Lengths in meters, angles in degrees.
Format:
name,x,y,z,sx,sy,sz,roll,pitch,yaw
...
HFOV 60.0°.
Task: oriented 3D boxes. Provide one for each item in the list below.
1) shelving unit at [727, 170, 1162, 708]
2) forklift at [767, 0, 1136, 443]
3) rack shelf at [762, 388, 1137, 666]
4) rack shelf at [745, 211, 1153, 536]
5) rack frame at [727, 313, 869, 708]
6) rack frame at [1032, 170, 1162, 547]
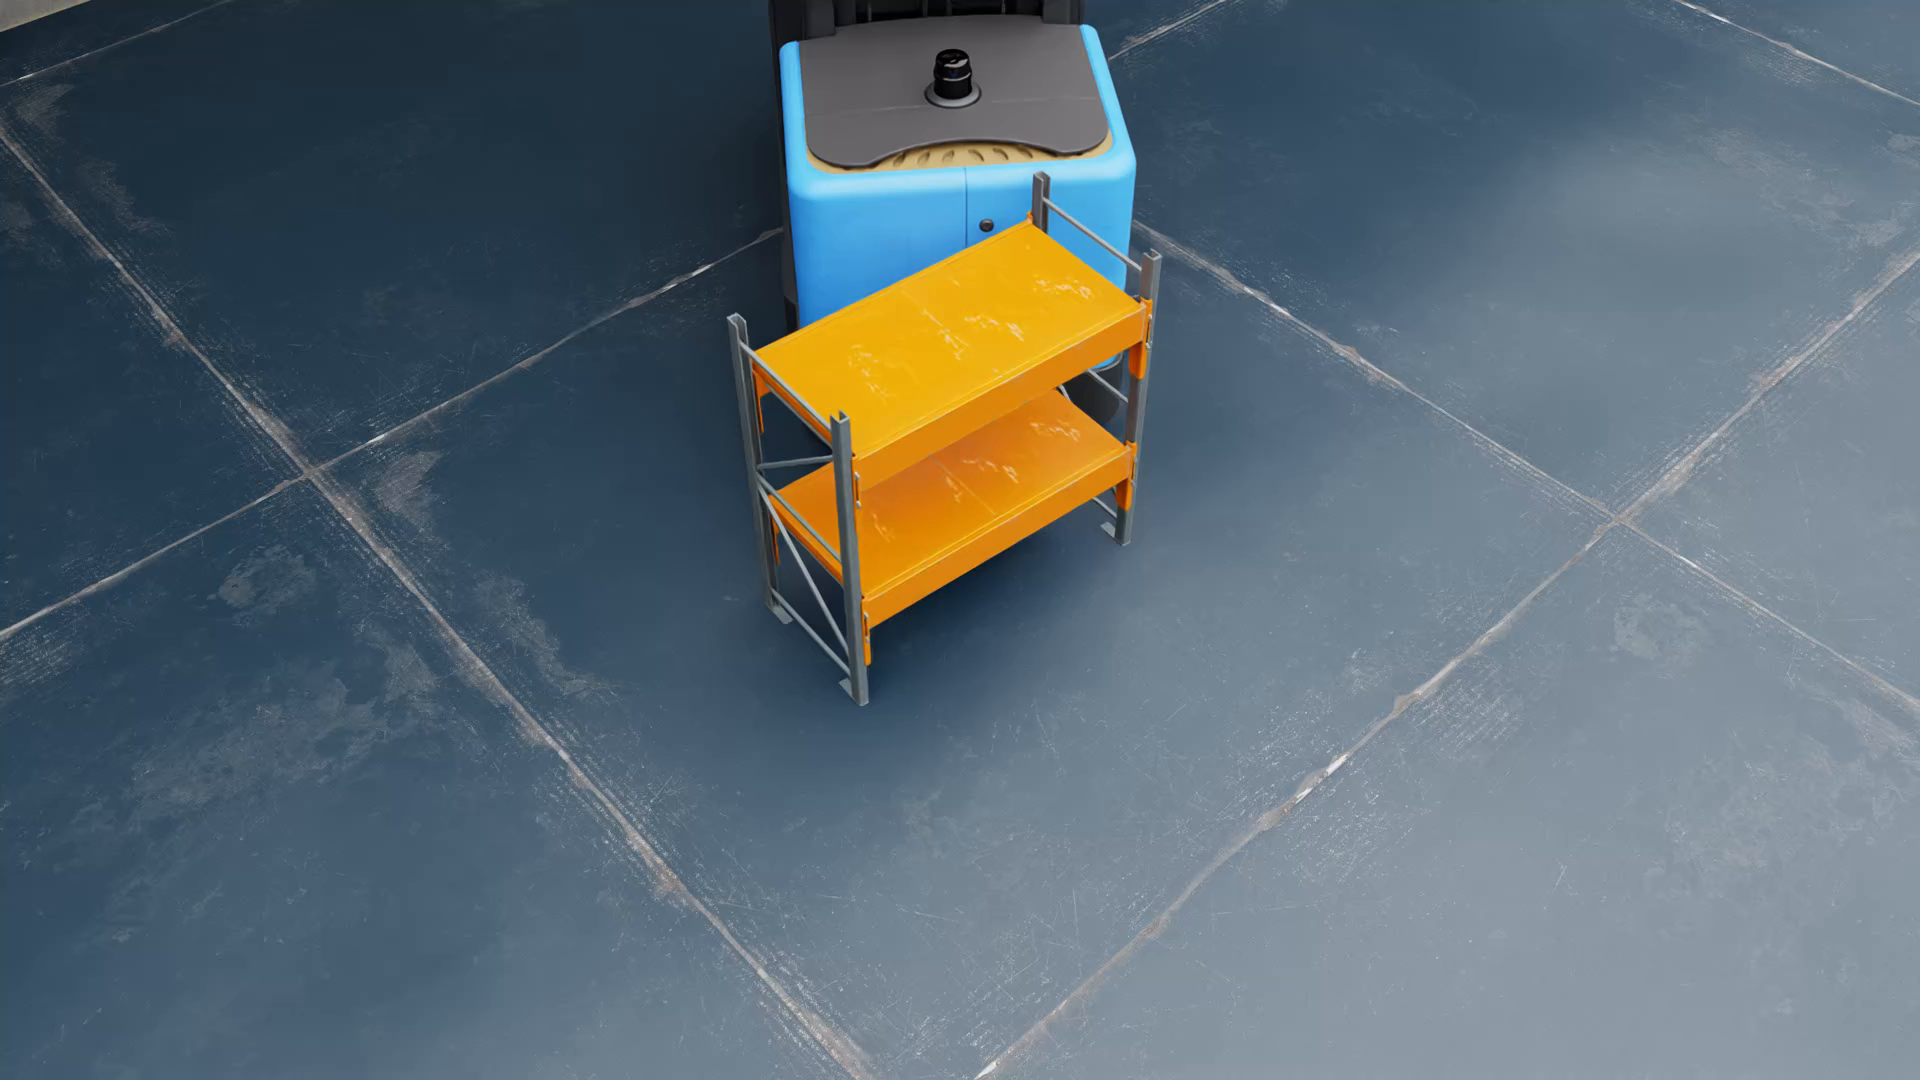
name,x,y,z,sx,sy,sz,roll,pitch,yaw
shelving unit,-0.029,-0.279,4.742,1.048,1.125,0.538,-30,54,-25
forklift,-0.141,-2.397,5.467,1.130,2.935,3.031,-5,47,-4
rack shelf,-0.029,-0.113,4.922,1.000,0.278,0.538,-30,54,-25
rack shelf,-0.029,-0.478,4.527,1.000,0.278,0.538,-30,54,-25
rack frame,-0.429,-0.049,4.530,0.032,1.125,0.500,-30,54,-25
rack frame,0.371,-0.510,4.955,0.032,1.125,0.500,-30,54,-25
